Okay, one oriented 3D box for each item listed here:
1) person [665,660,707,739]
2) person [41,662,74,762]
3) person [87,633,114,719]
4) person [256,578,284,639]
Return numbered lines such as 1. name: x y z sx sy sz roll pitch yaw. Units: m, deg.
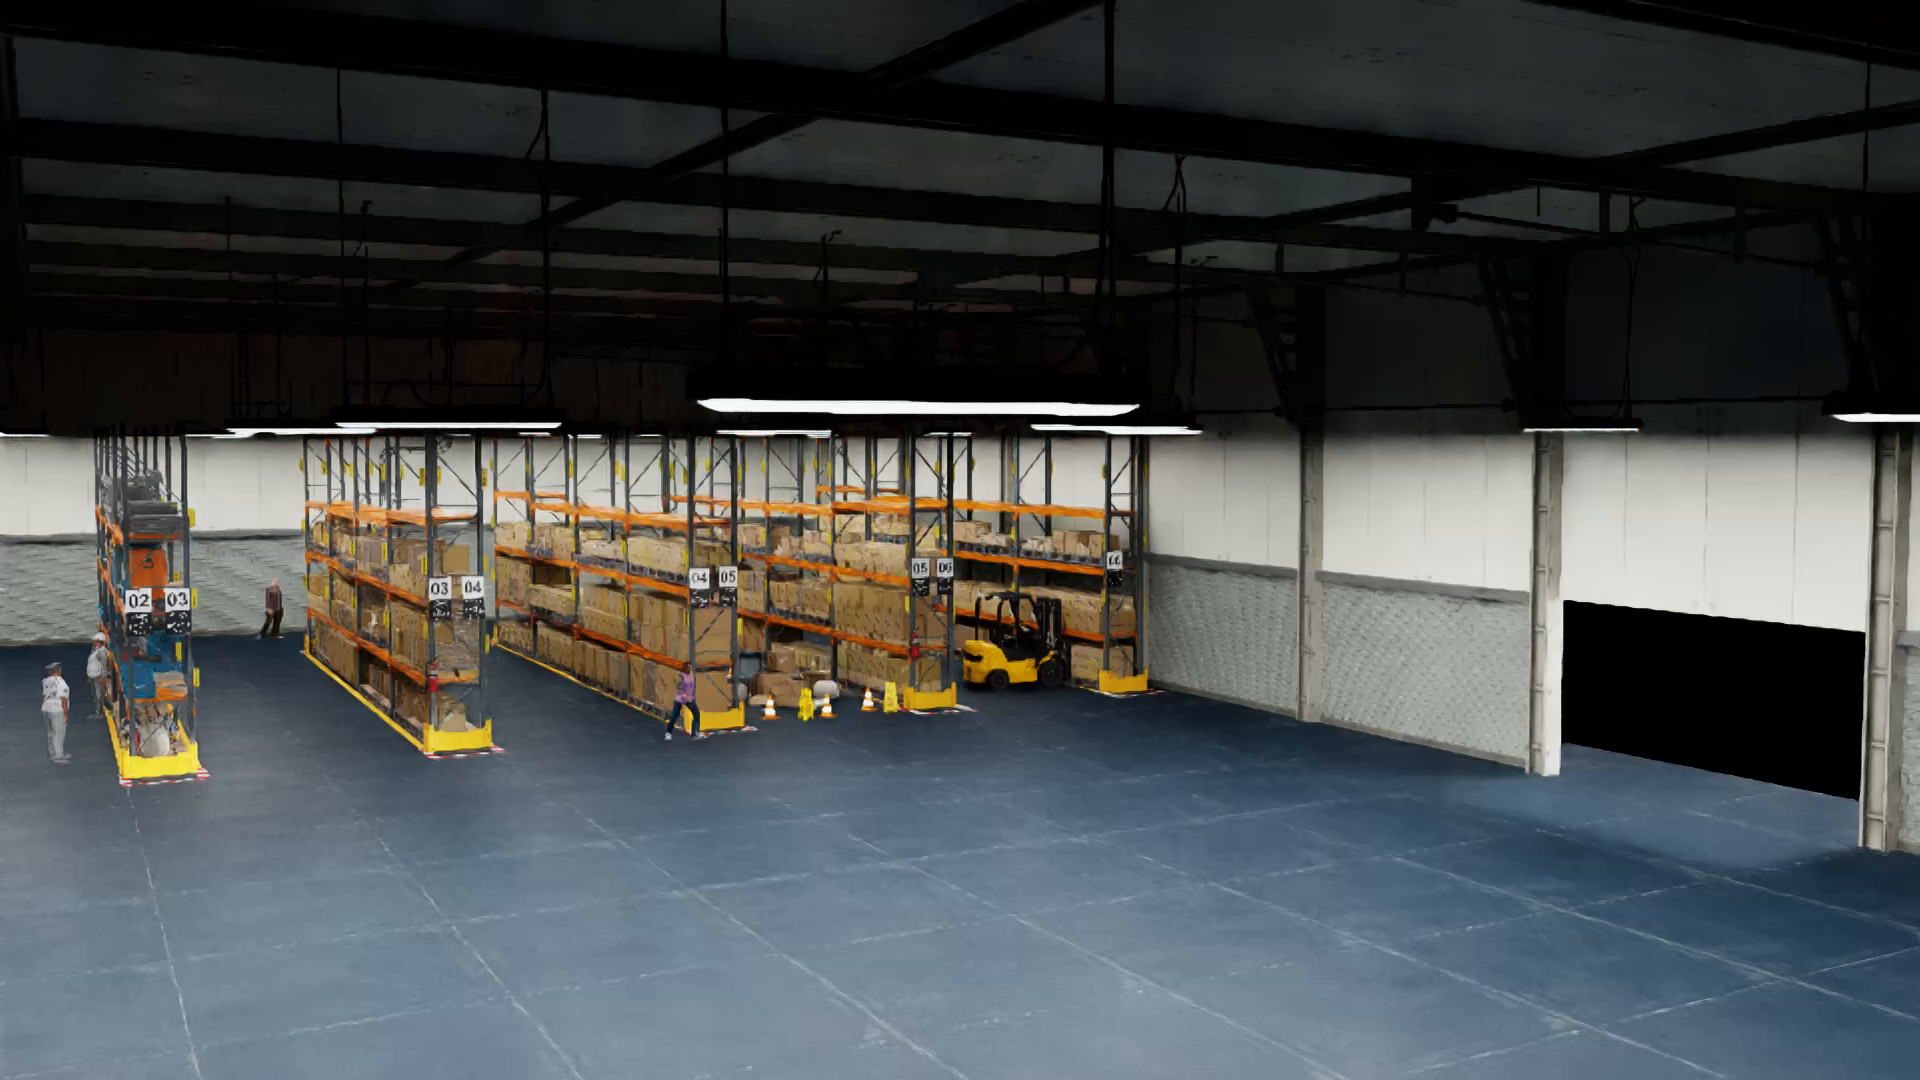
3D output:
1. person: -5.252 3.084 31.647 0.788 1.415 0.561 3 5 43
2. person: -15.997 3.045 29.501 0.595 1.762 0.475 2 4 29
3. person: -17.636 2.784 34.107 0.448 1.767 0.651 -3 5 -45
4. person: -19.702 1.971 47.416 0.517 1.770 0.768 1 4 20
